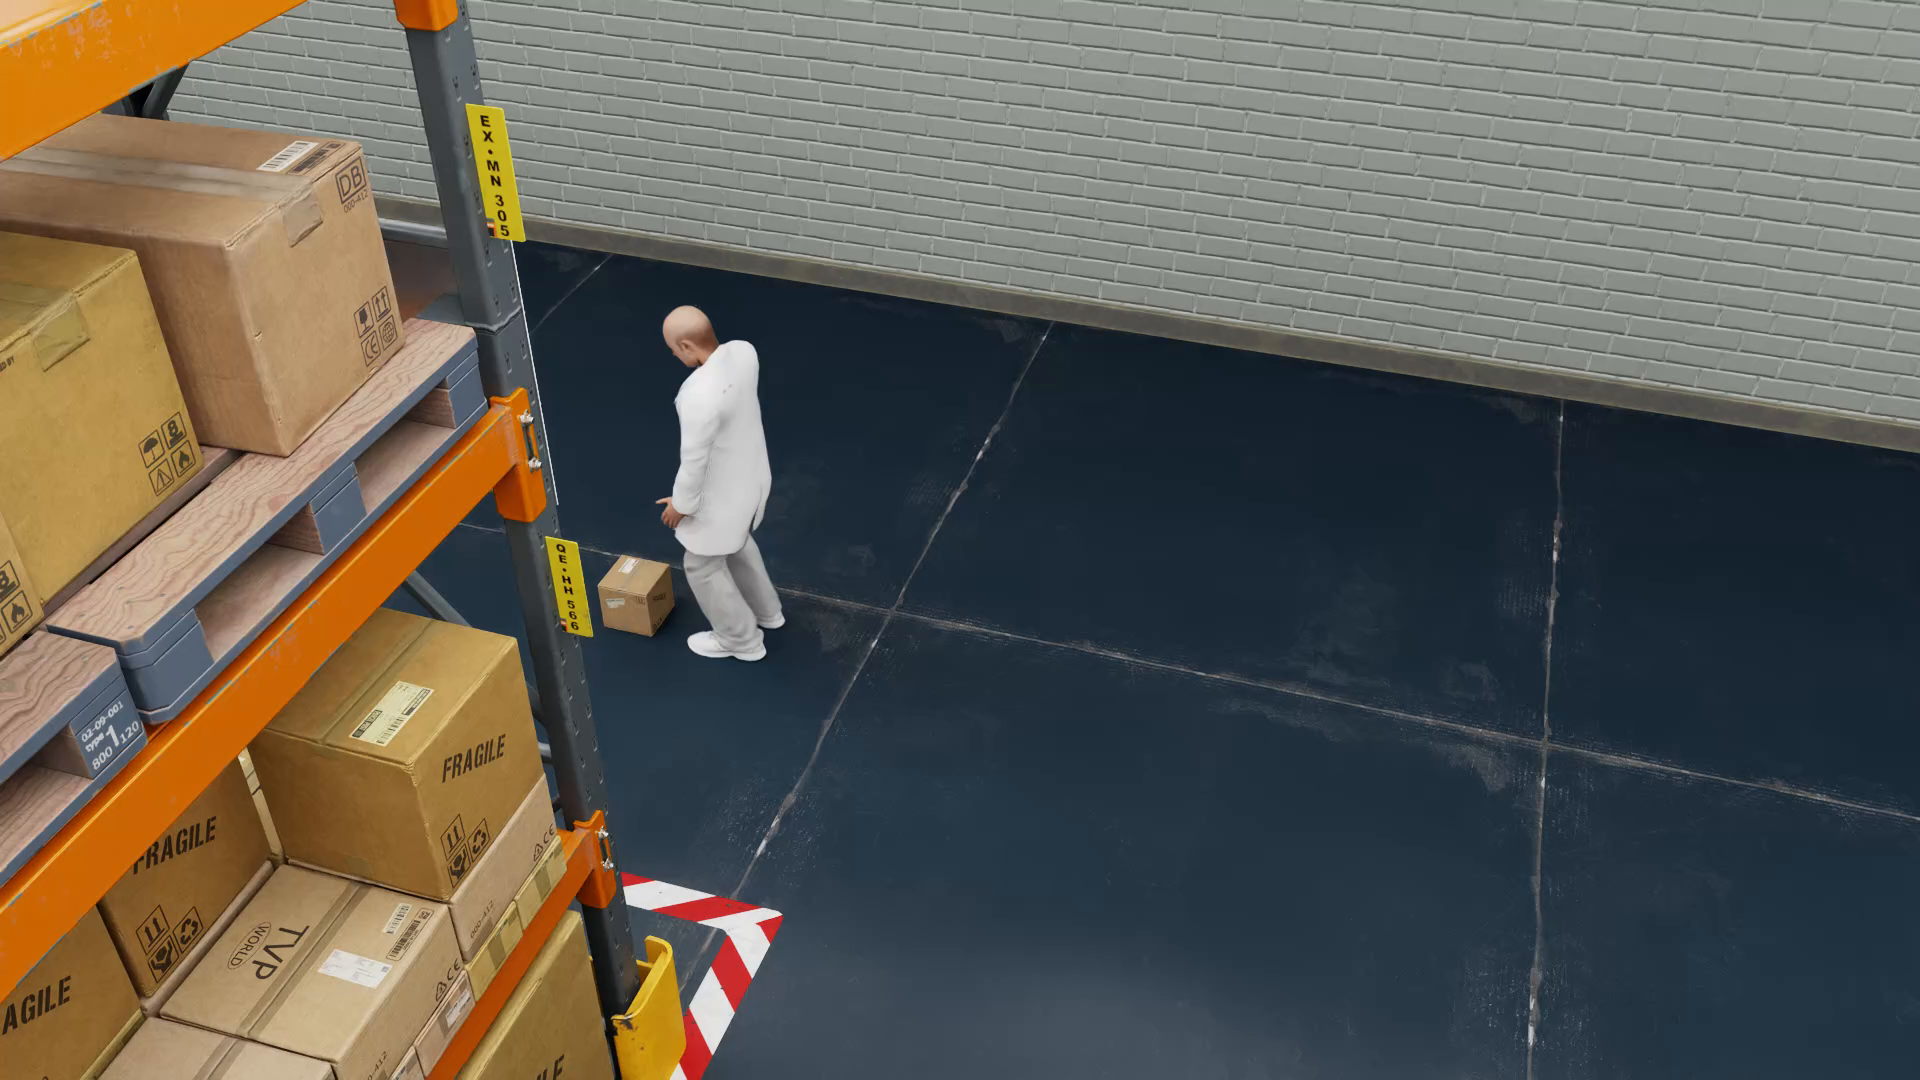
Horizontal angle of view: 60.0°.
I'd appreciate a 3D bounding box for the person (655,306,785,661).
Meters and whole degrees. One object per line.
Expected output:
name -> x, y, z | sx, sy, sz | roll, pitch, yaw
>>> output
person -> -1.053, -0.230, 7.259 | 0.403, 1.738, 0.583 | 11, 38, 15
